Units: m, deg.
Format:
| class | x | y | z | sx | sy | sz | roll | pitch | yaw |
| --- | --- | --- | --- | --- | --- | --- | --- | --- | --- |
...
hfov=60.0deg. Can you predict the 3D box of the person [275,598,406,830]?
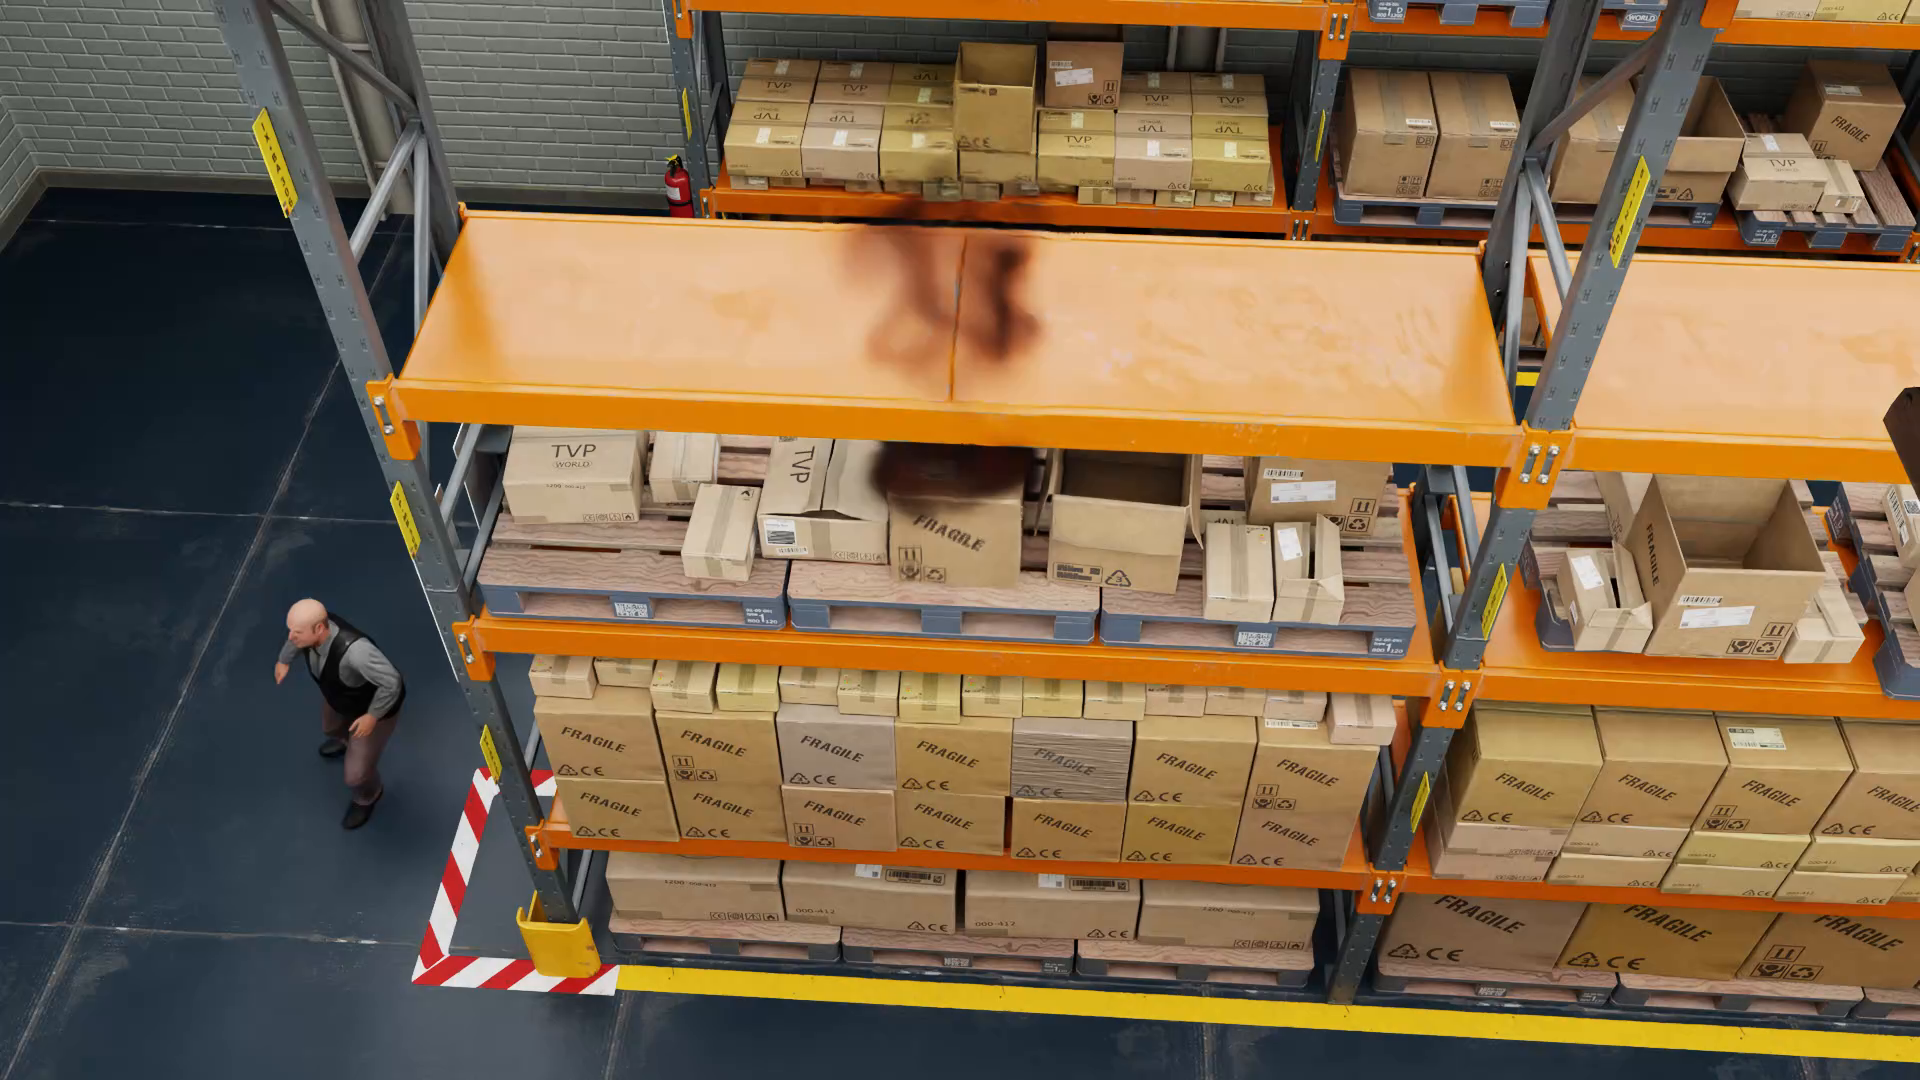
| class | x | y | z | sx | sy | sz | roll | pitch | yaw |
| --- | --- | --- | --- | --- | --- | --- | --- | --- | --- |
| person | -3.313 | 0.870 | 8.856 | 0.923 | 1.678 | 0.570 | 25 | 53 | 21 |
